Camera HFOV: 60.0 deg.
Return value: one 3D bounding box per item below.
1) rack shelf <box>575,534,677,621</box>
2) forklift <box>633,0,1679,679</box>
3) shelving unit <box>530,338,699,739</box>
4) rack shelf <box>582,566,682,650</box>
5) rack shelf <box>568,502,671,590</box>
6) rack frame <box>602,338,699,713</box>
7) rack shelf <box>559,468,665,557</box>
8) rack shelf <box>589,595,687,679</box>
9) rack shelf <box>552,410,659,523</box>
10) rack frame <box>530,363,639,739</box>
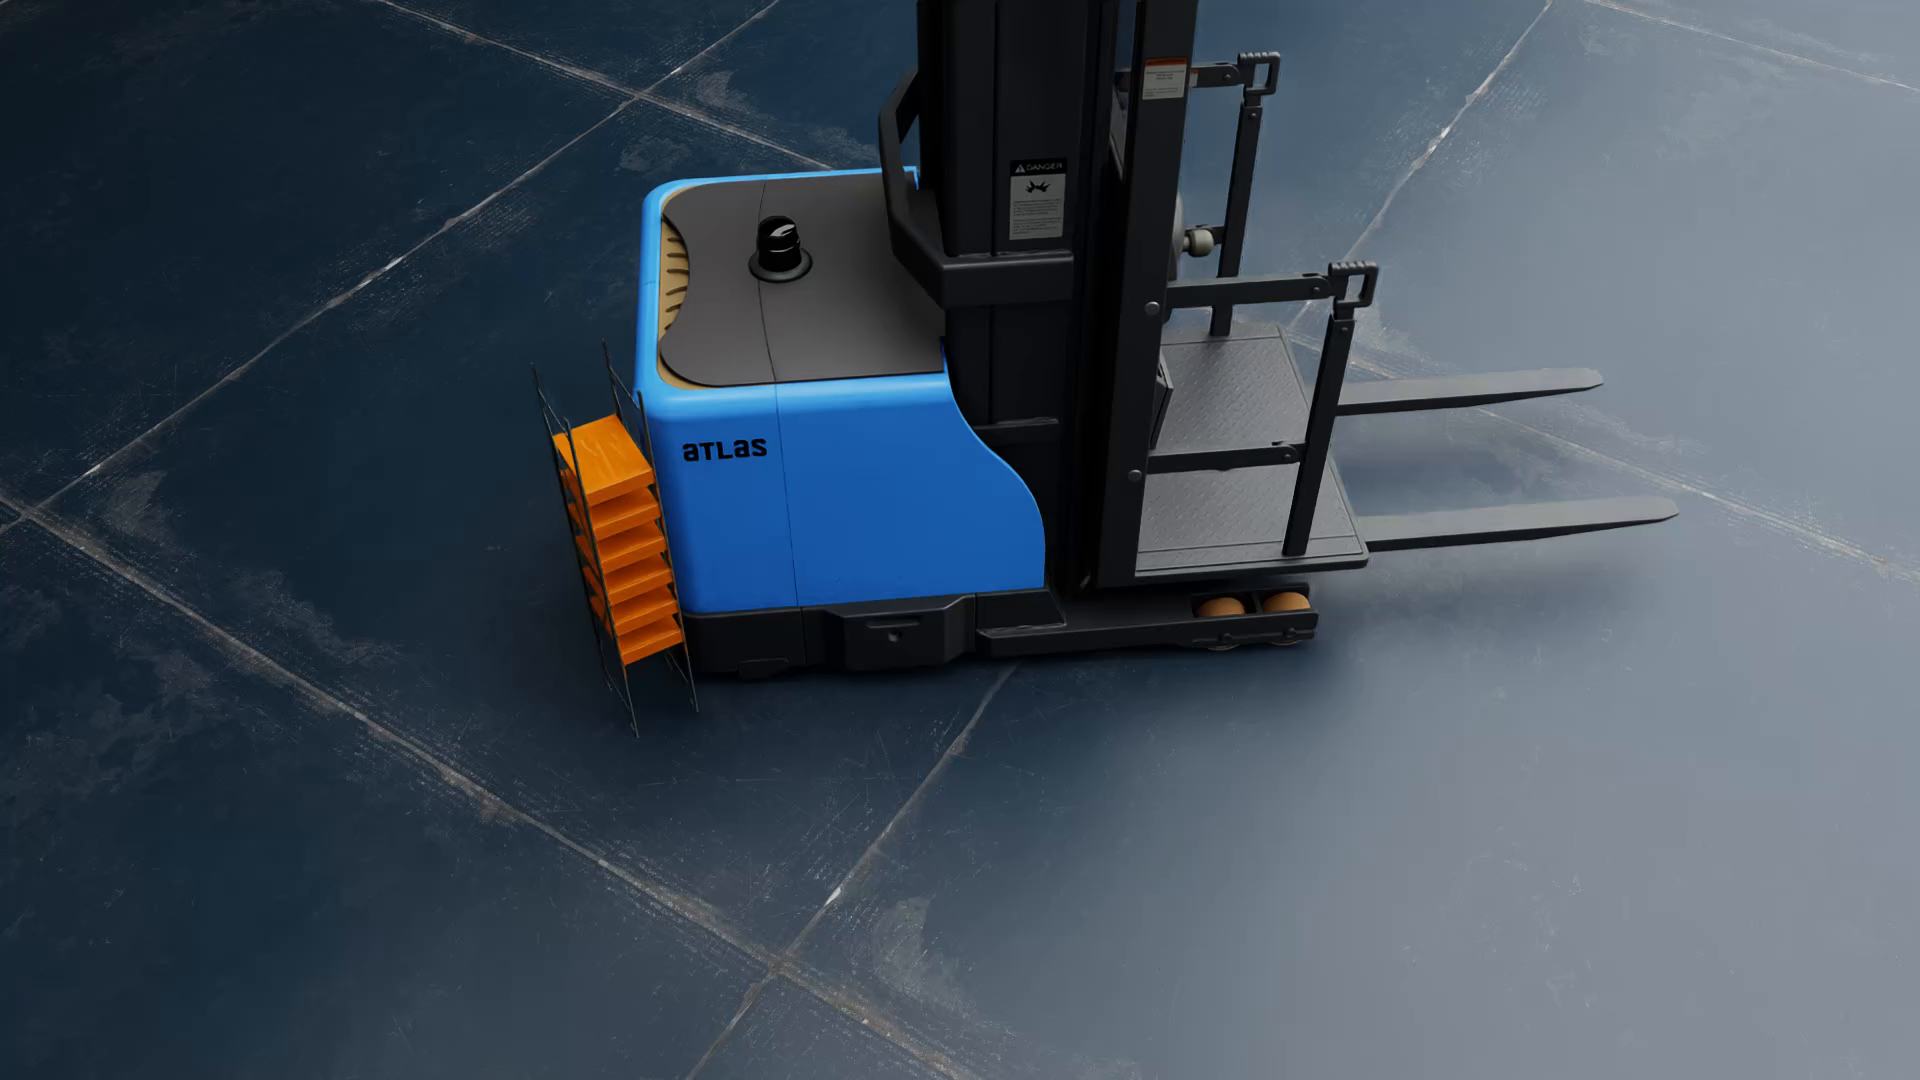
[{"bbox_3d":[-0.890,0.066,4.411,0.180,0.103,0.258,-23,50,-21],"label":"rack shelf"},{"bbox_3d":[0.632,-1.069,4.245,3.031,2.935,1.130,-4,46,-4],"label":"forklift"},{"bbox_3d":[-0.890,0.035,4.379,0.189,1.200,0.258,-23,50,-21],"label":"shelving unit"},{"bbox_3d":[-0.891,0.150,4.497,0.180,0.103,0.258,-23,50,-21],"label":"rack shelf"},{"bbox_3d":[-0.890,-0.017,4.325,0.180,0.103,0.258,-23,50,-21],"label":"rack shelf"},{"bbox_3d":[-0.811,0.002,4.411,0.006,1.200,0.240,-23,50,-21],"label":"rack frame"},{"bbox_3d":[-0.890,-0.101,4.239,0.180,0.103,0.258,-23,50,-21],"label":"rack shelf"},{"bbox_3d":[-0.891,0.234,4.583,0.180,0.103,0.258,-23,50,-21],"label":"rack shelf"},{"bbox_3d":[-0.890,-0.185,4.153,0.180,0.103,0.258,-23,50,-21],"label":"rack shelf"},{"bbox_3d":[-0.969,0.068,4.346,0.006,1.200,0.240,-23,50,-21],"label":"rack frame"}]
